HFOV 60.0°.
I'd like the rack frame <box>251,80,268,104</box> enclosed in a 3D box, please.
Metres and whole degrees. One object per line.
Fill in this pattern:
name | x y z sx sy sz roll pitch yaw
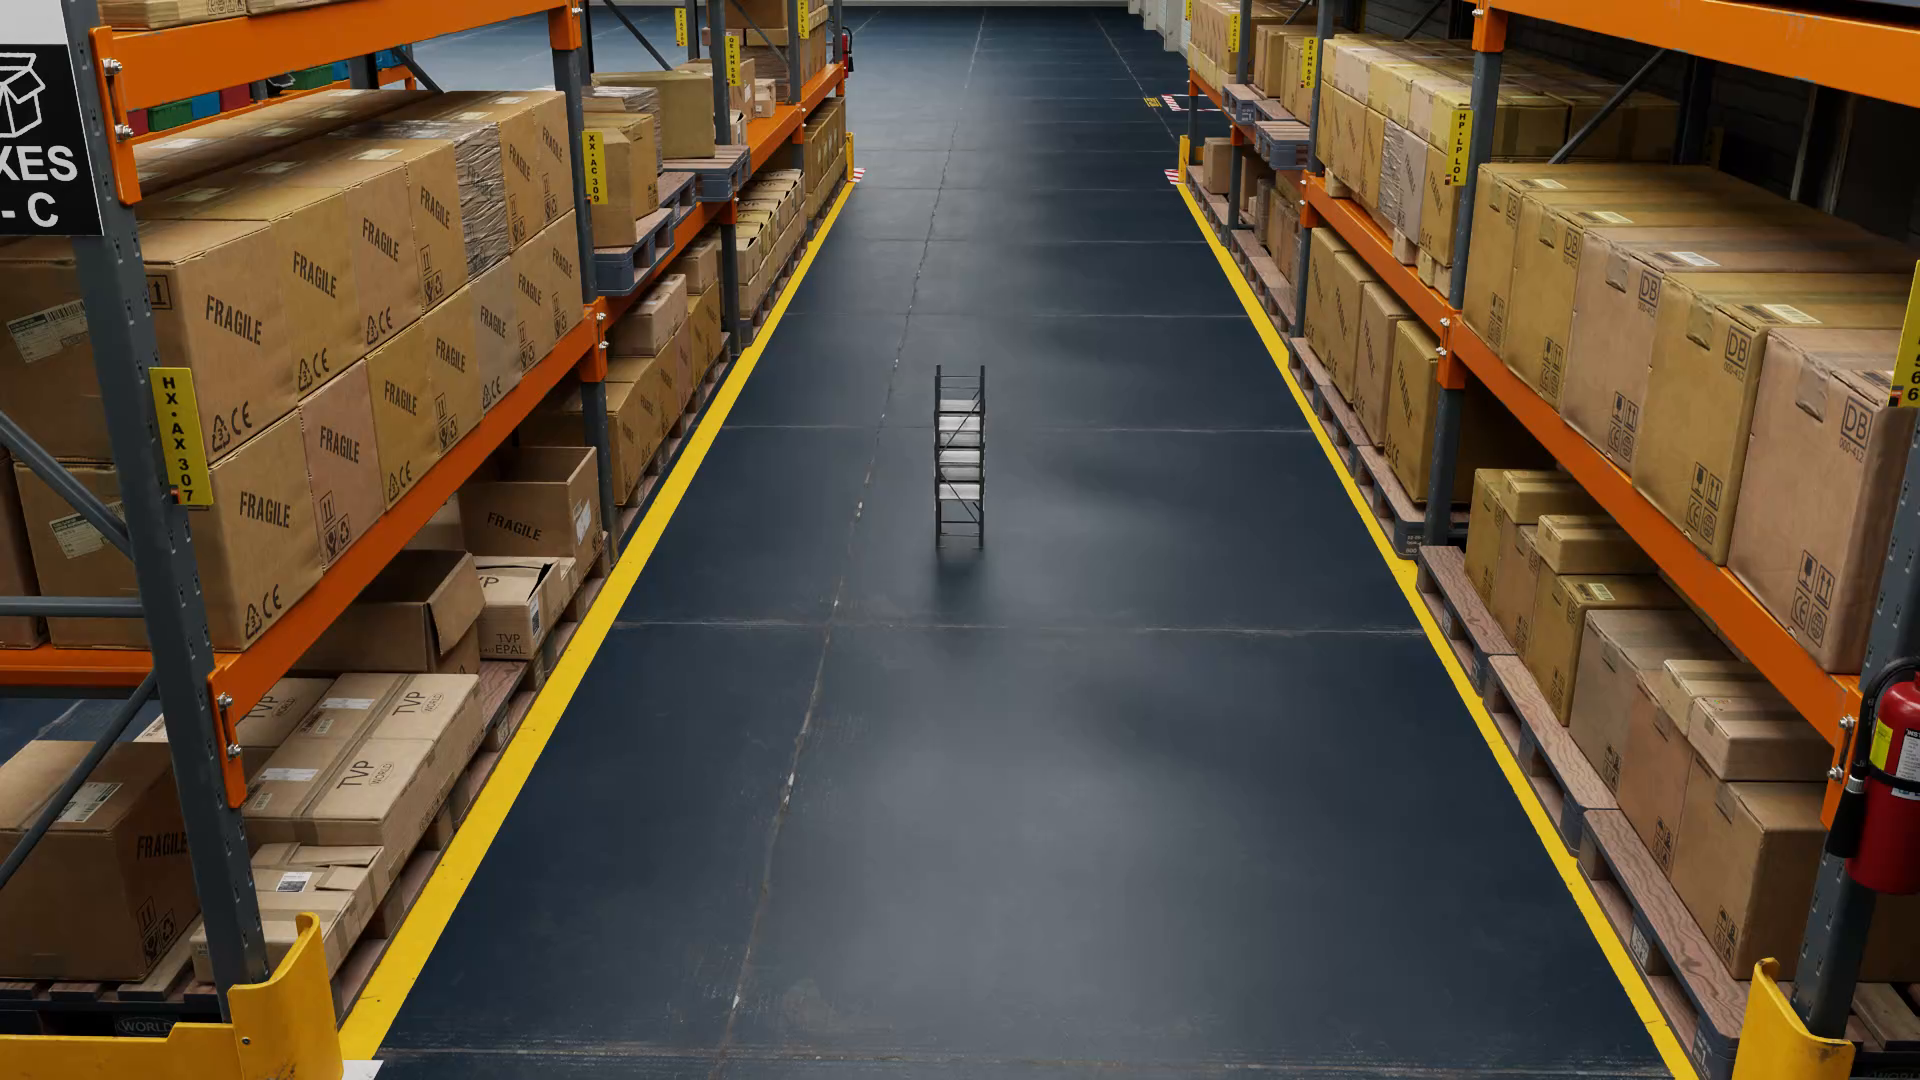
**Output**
rack frame | -6.905 -4.231 15.286 1.000 3.000 0.127 1 21 2

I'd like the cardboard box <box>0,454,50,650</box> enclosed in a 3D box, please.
cardboard box | -2.578 -0.048 4.367 0.500 0.500 0.500 1 21 3

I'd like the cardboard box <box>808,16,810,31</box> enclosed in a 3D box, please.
cardboard box | -1.709 -5.179 16.695 0.380 0.149 0.250 0 21 1

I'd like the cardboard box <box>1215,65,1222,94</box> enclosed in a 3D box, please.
cardboard box | 2.732 -4.416 15.943 0.500 0.250 0.500 1 21 2

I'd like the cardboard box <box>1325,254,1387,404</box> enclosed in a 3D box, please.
cardboard box | 2.689 -1.288 10.093 0.750 0.750 0.750 1 21 1

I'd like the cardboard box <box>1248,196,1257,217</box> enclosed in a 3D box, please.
cardboard box | 2.984 -3.200 15.937 0.380 0.166 0.250 -2 21 -5

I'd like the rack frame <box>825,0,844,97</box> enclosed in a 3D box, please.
rack frame | -1.833 -5.621 18.869 1.000 3.000 0.127 1 21 2

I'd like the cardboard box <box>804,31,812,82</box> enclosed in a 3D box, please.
cardboard box | -1.904 -4.939 16.974 0.700 0.500 0.500 1 21 3

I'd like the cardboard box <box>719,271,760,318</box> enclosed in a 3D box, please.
cardboard box | -1.766 -1.829 12.316 0.500 0.250 0.500 1 21 1

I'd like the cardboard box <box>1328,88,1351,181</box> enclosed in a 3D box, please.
cardboard box | 2.580 -2.508 10.269 0.500 0.500 0.500 1 21 3

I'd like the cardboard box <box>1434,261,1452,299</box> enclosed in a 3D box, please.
cardboard box | 2.481 -1.247 7.915 0.380 0.149 0.250 1 21 2

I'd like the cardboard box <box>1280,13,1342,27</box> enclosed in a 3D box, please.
cardboard box | 3.220 -4.578 15.325 0.500 0.500 0.500 0 21 0

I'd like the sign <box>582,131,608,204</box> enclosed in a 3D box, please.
sign | -1.655 -1.683 7.522 0.100 0.325 0.005 1 21 2

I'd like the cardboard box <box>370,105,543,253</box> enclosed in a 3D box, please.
cardboard box | -1.967 -1.424 6.532 0.500 0.500 0.500 0 21 1

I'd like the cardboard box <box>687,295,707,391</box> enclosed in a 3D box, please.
cardboard box | -1.886 -1.241 10.427 0.500 0.500 0.500 0 21 0

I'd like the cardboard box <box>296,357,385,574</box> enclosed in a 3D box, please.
cardboard box | -2.032 -0.227 4.829 0.500 0.500 0.500 0 21 1

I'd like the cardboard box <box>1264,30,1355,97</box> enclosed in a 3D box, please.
cardboard box | 2.923 -3.988 13.914 0.700 0.500 0.500 3 21 7

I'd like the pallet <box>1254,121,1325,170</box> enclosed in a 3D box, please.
pallet | 2.791 -2.845 11.979 1.213 0.211 1.003 1 21 2

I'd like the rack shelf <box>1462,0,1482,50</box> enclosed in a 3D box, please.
rack shelf | 2.815 -3.015 9.001 1.077 0.370 4.000 1 21 2

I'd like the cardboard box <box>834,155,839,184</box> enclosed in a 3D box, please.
cardboard box | -1.570 -3.976 17.851 0.500 0.250 0.500 1 21 2

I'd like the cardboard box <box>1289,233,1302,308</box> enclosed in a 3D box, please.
cardboard box | 2.845 -1.976 12.323 0.700 0.500 0.500 1 21 2

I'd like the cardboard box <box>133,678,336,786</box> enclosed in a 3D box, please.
cardboard box | -2.490 0.698 5.776 0.500 0.250 0.500 1 21 2

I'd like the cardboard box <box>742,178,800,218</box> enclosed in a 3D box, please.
cardboard box | -1.690 -3.012 14.592 0.500 0.311 0.500 1 21 3

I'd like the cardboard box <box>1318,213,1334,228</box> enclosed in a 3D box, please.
cardboard box | 2.925 -2.531 12.716 0.500 0.250 0.500 1 21 3

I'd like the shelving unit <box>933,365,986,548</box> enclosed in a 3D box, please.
shelving unit | 0.000 -0.417 8.359 0.258 0.900 0.210 1 21 2

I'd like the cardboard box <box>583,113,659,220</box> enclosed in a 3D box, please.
cardboard box | -2.002 -1.943 8.671 0.700 0.500 0.500 4 22 10

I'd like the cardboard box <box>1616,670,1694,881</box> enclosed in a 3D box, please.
cardboard box | 2.569 0.752 5.320 0.700 0.500 0.500 1 21 1

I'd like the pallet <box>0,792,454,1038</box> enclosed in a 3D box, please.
pallet | -2.294 1.148 5.278 1.003 0.211 1.213 1 21 2

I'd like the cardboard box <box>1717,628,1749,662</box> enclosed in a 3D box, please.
cardboard box | 2.779 0.312 5.557 0.380 0.149 0.250 1 21 2

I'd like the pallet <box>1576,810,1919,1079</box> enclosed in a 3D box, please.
pallet | 2.578 1.227 5.075 1.003 0.211 1.213 1 21 2

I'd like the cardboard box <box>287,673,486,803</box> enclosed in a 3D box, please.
cardboard box | -1.989 0.686 5.808 0.500 0.250 0.500 1 21 2

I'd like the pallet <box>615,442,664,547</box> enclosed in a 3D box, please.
pallet | -2.211 -0.277 8.951 1.003 0.211 1.213 1 21 2

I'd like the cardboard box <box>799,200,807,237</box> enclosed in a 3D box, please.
cardboard box | -1.677 -2.936 15.169 0.500 0.250 0.500 0 21 1

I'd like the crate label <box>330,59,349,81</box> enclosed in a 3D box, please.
crate label | -6.569 -5.025 17.284 0.502 0.435 0.616 1 21 2

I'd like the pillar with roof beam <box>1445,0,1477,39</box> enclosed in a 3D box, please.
pillar with roof beam | -0.523 -5.980 11.501 9.100 9.000 0.400 1 21 2

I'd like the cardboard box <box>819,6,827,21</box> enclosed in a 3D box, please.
cardboard box | -1.660 -5.735 18.129 0.380 0.149 0.250 1 21 3

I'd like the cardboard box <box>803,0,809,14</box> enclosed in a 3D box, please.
cardboard box | -1.901 -5.531 16.706 0.700 0.500 0.500 1 21 2

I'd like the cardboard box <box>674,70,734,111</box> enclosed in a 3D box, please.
cardboard box | -2.041 -3.382 12.961 0.500 0.500 0.500 0 21 -1

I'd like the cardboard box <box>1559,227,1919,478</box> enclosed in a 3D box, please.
cardboard box | 2.681 -0.646 5.633 0.980 0.700 0.700 0 21 -1

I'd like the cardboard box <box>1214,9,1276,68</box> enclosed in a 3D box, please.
cardboard box | 2.712 -4.766 15.807 0.500 0.500 0.500 1 21 1

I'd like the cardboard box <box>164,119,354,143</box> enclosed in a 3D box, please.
cardboard box | -2.524 -1.255 6.097 0.500 0.500 0.500 0 21 0

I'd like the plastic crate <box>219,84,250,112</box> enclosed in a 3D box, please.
plastic crate | -6.614 -4.082 14.815 0.402 0.464 0.583 1 21 2

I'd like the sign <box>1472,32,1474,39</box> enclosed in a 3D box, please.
sign | 3.430 -3.210 11.056 0.100 0.325 0.005 1 21 2

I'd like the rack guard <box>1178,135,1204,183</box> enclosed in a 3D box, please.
rack guard | 3.117 -4.375 19.114 1.175 0.500 0.348 1 21 2

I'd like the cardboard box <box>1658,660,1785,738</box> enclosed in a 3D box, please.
cardboard box | 2.382 0.489 5.100 0.380 0.149 0.250 1 21 3

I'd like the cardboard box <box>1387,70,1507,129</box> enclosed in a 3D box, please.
cardboard box | 2.553 -2.314 8.733 0.500 0.250 0.500 1 21 3

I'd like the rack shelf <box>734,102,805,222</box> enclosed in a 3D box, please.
rack shelf | -2.015 -3.116 13.408 1.077 0.370 4.000 1 21 2

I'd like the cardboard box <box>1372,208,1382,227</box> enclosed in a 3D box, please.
cardboard box | 2.598 -1.896 9.590 0.380 0.149 0.250 1 21 2

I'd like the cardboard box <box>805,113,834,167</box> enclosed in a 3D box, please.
cardboard box | -1.584 -4.145 17.249 0.500 0.500 0.500 1 21 2

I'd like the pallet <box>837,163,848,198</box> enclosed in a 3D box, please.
pallet | -1.814 -4.044 18.660 1.003 0.211 1.213 1 21 2

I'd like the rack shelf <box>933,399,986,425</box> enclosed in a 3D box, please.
rack shelf | 0.000 -0.637 8.273 0.258 0.077 0.200 1 21 2

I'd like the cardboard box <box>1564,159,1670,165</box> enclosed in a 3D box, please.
cardboard box | 3.020 -1.587 7.896 0.500 0.500 0.500 0 21 0
